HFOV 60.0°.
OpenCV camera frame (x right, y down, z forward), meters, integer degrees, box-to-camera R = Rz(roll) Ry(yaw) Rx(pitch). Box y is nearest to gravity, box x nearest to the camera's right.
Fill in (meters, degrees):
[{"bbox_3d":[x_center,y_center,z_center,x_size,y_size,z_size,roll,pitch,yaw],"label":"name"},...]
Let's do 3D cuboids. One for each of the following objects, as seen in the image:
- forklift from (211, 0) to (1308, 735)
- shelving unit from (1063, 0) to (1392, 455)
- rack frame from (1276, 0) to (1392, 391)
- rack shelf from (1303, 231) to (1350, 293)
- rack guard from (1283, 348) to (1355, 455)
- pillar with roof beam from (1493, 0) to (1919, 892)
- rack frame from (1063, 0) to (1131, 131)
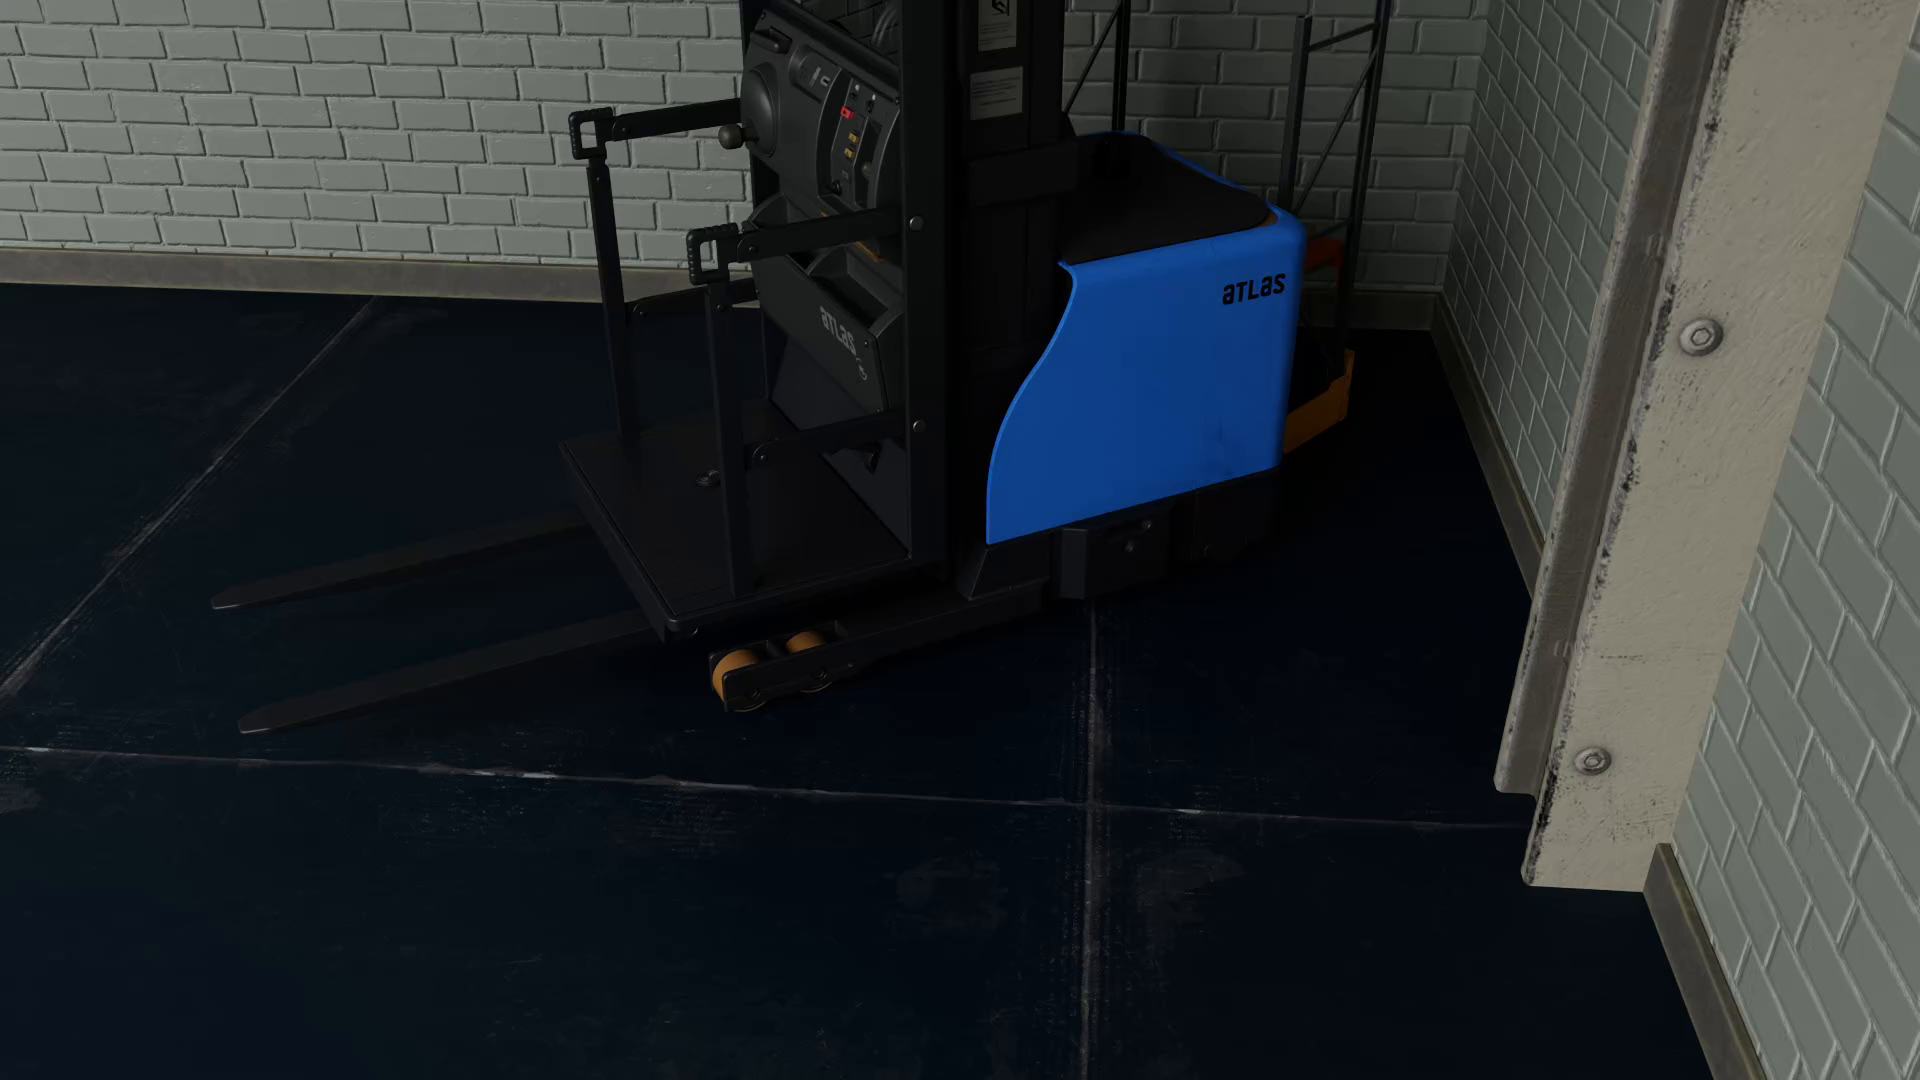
[{"bbox_3d":[-0.556,-1.100,4.242,3.031,2.935,1.130,-15,35,-23],"label":"forklift"},{"bbox_3d":[0.803,-1.166,5.713,1.083,1.500,0.587,26,40,35],"label":"shelving unit"},{"bbox_3d":[1.168,-0.988,5.423,0.032,1.500,0.500,26,40,35],"label":"rack frame"},{"bbox_3d":[0.796,-1.017,5.813,1.000,0.185,0.538,26,40,35],"label":"rack shelf"},{"bbox_3d":[1.167,-0.456,5.752,0.087,0.250,0.587,26,40,35],"label":"rack guard"},{"bbox_3d":[-2.786,-3.297,2.023,9.100,9.000,0.400,2,32,4],"label":"pillar with roof beam"},{"bbox_3d":[0.424,-1.352,6.014,0.032,1.500,0.500,26,40,35],"label":"rack frame"}]
